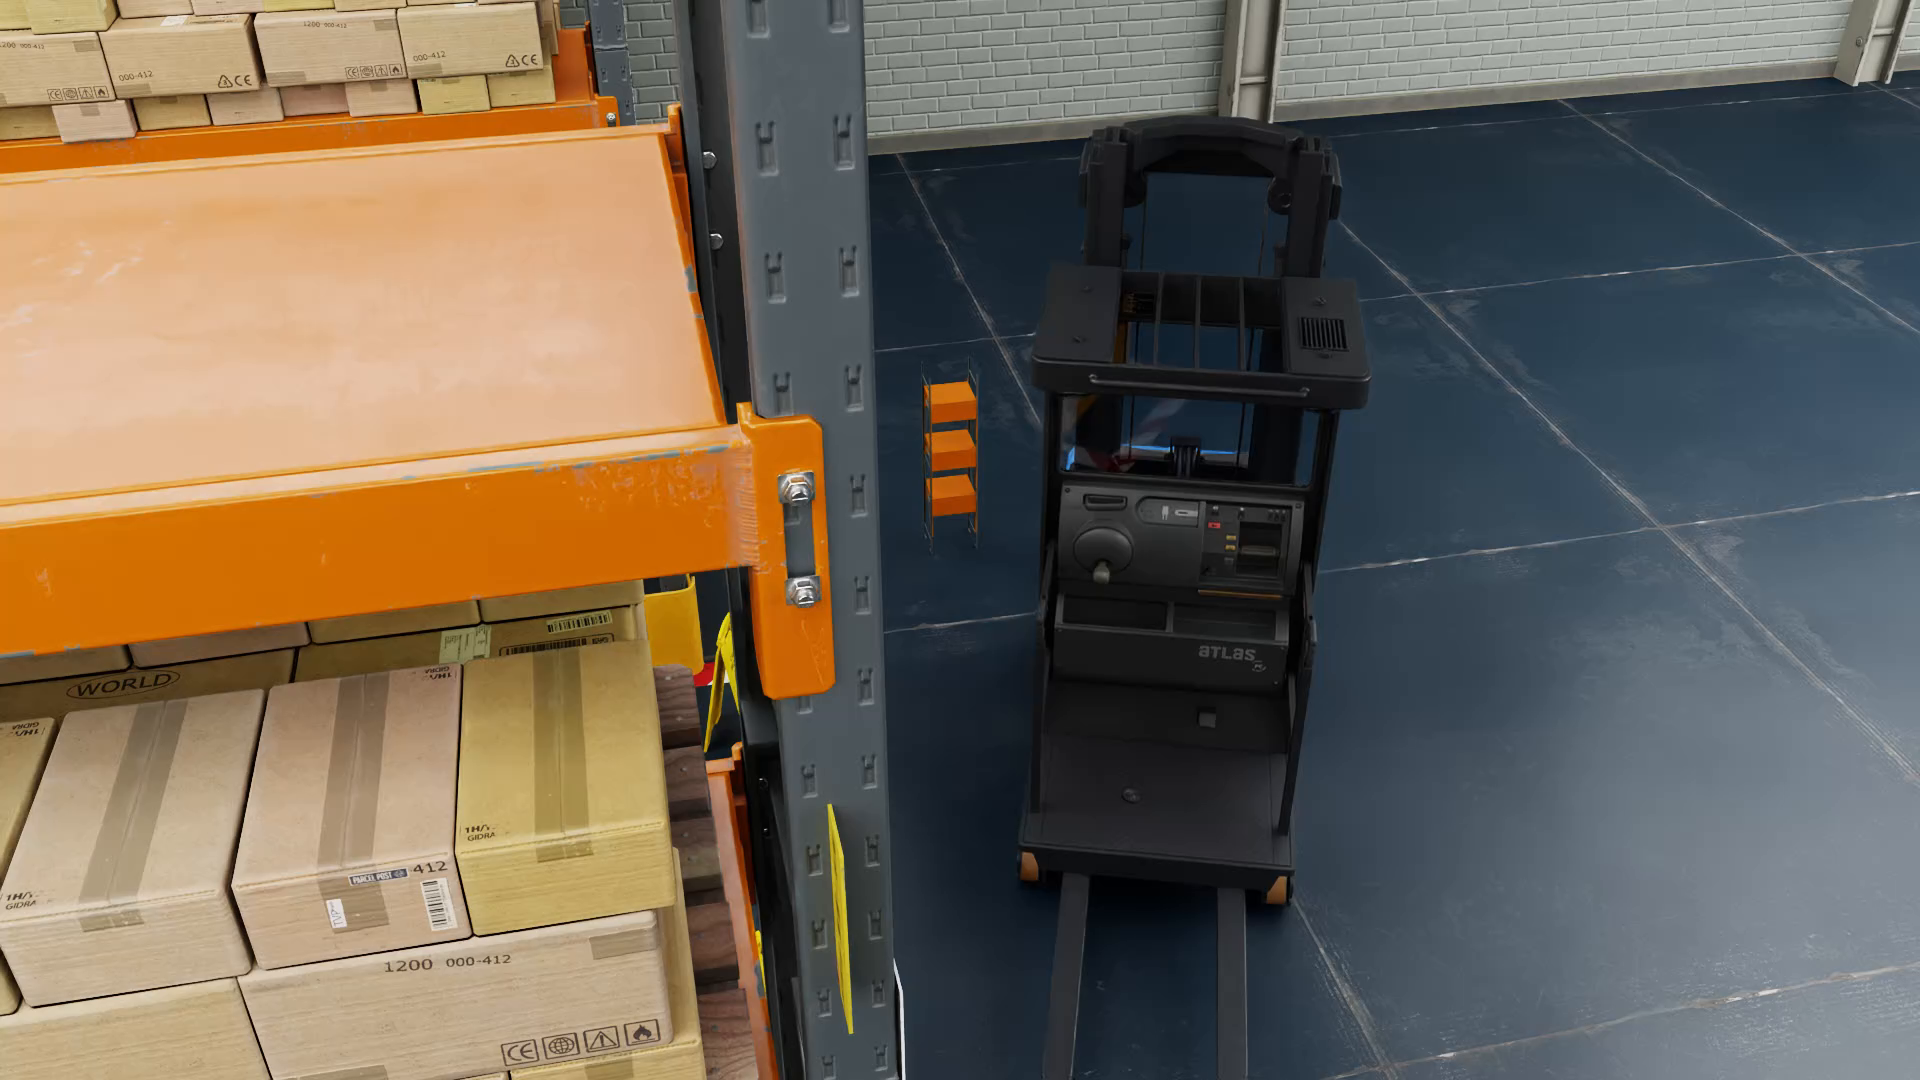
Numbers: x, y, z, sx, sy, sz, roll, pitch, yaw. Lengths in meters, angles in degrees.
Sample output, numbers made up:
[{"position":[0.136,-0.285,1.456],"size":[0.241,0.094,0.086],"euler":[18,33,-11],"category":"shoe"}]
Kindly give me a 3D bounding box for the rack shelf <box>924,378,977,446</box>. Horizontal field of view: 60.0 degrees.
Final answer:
[{"position":[-0.052,-0.656,8.518],"size":[0.240,0.259,0.215],"euler":[-7,35,-11],"category":"rack shelf"}]

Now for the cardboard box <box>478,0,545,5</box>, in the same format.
[{"position":[-1.715,-2.175,6.341],"size":[0.250,0.149,0.380],"euler":[-7,34,-10],"category":"cardboard box"}]

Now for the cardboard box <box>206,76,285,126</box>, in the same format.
[{"position":[-2.733,-1.737,6.402],"size":[0.250,0.149,0.380],"euler":[-7,35,-11],"category":"cardboard box"}]

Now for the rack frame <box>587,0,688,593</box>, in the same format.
[{"position":[-1.451,-0.905,7.630],"size":[0.127,3.000,1.000],"euler":[-7,35,-11],"category":"rack frame"}]

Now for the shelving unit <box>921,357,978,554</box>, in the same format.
[{"position":[-0.052,-0.429,8.671],"size":[0.252,1.050,0.215],"euler":[-7,35,-11],"category":"shelving unit"}]

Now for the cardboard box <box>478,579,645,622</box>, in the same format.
[{"position":[-0.656,-0.047,2.703],"size":[0.250,0.149,0.380],"euler":[-7,34,-10],"category":"cardboard box"}]

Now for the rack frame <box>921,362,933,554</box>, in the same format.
[{"position":[-0.171,-0.414,8.648],"size":[0.008,1.050,0.200],"euler":[-7,35,-11],"category":"rack frame"}]

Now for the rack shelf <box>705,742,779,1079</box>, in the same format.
[{"position":[-2.211,1.072,2.638],"size":[4.000,0.370,1.077],"euler":[-7,35,-11],"category":"rack shelf"}]

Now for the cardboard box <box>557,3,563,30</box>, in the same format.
[{"position":[-3.094,-3.734,11.756],"size":[0.500,0.500,0.500],"euler":[-6,34,-9],"category":"cardboard box"}]

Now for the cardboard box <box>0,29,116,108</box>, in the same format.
[{"position":[-3.378,-1.812,6.157],"size":[0.500,0.250,0.500],"euler":[-7,34,-10],"category":"cardboard box"}]

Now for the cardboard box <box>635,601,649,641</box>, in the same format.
[{"position":[-0.665,0.284,2.926],"size":[0.250,0.149,0.380],"euler":[-7,34,-10],"category":"cardboard box"}]

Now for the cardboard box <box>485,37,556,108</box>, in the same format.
[{"position":[-1.737,-1.850,6.572],"size":[0.250,0.149,0.380],"euler":[-7,34,-10],"category":"cardboard box"}]

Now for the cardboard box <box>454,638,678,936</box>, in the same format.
[{"position":[-0.514,0.310,2.170],"size":[0.250,0.149,0.380],"euler":[-7,34,-10],"category":"cardboard box"}]

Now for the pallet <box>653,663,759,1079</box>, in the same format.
[{"position":[-0.981,0.661,2.684],"size":[1.213,0.211,1.003],"euler":[-7,35,-11],"category":"pallet"}]

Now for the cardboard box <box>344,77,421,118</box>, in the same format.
[{"position":[-2.239,-1.788,6.479],"size":[0.250,0.149,0.380],"euler":[-6,34,-9],"category":"cardboard box"}]

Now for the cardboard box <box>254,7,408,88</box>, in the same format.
[{"position":[-2.384,-1.949,6.361],"size":[0.500,0.250,0.500],"euler":[-8,35,-11],"category":"cardboard box"}]

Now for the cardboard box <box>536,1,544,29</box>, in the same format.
[{"position":[-2.000,-2.295,6.877],"size":[0.500,0.250,0.500],"euler":[-8,35,-11],"category":"cardboard box"}]

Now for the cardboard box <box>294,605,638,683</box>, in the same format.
[{"position":[-0.787,0.170,2.737],"size":[0.500,0.250,0.500],"euler":[-7,35,-11],"category":"cardboard box"}]

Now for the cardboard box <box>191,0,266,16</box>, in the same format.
[{"position":[-2.719,-2.094,6.219],"size":[0.250,0.149,0.380],"euler":[-7,35,-11],"category":"cardboard box"}]

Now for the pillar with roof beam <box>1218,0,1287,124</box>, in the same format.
[{"position":[3.375,-4.896,8.193],"size":[0.400,9.000,9.100],"euler":[-7,35,-11],"category":"pillar with roof beam"}]

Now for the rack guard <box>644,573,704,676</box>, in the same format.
[{"position":[-1.525,0.142,8.313],"size":[0.348,0.500,1.175],"euler":[-7,35,-11],"category":"rack guard"}]

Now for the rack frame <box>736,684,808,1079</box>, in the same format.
[{"position":[-0.260,1.773,3.639],"size":[0.127,3.000,1.000],"euler":[-7,35,-11],"category":"rack frame"}]

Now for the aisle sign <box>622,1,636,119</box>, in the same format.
[{"position":[-1.326,-1.835,6.682],"size":[0.004,0.787,0.394],"euler":[-7,35,-11],"category":"aisle sign"}]

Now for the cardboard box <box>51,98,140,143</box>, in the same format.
[{"position":[-3.225,-1.637,6.255],"size":[0.250,0.149,0.380],"euler":[-8,35,-11],"category":"cardboard box"}]

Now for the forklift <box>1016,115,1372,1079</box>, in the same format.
[{"position":[0.826,0.056,6.259],"size":[1.130,2.935,3.031],"euler":[4,34,6],"category":"forklift"}]

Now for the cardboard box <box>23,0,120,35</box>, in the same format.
[{"position":[-3.204,-1.969,6.033],"size":[0.250,0.149,0.380],"euler":[-6,34,-9],"category":"cardboard box"}]

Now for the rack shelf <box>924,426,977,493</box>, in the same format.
[{"position":[-0.052,-0.421,8.677],"size":[0.240,0.259,0.215],"euler":[-7,35,-11],"category":"rack shelf"}]

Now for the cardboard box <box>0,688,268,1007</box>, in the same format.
[{"position":[-1.008,0.372,2.078],"size":[0.250,0.149,0.380],"euler":[-7,34,-10],"category":"cardboard box"}]

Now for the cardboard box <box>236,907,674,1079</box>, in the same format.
[{"position":[-0.676,0.462,2.302],"size":[0.500,0.250,0.500],"euler":[-7,34,-10],"category":"cardboard box"}]

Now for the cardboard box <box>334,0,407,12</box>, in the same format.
[{"position":[-2.220,-2.123,6.263],"size":[0.250,0.149,0.380],"euler":[-8,35,-11],"category":"cardboard box"}]

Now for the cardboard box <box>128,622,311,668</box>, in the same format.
[{"position":[-1.150,0.014,2.611],"size":[0.250,0.149,0.380],"euler":[-8,35,-11],"category":"cardboard box"}]

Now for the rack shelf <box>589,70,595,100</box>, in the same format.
[{"position":[-4.500,-3.058,11.483],"size":[4.000,0.370,1.077],"euler":[-7,35,-11],"category":"rack shelf"}]

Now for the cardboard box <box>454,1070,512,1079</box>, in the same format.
[{"position":[-0.756,0.671,2.348],"size":[0.250,0.149,0.380],"euler":[-7,34,-10],"category":"cardboard box"}]

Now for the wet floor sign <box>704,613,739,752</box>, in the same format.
[{"position":[-1.029,0.631,7.454],"size":[0.232,0.644,0.267],"euler":[4,34,6],"category":"wet floor sign"}]
